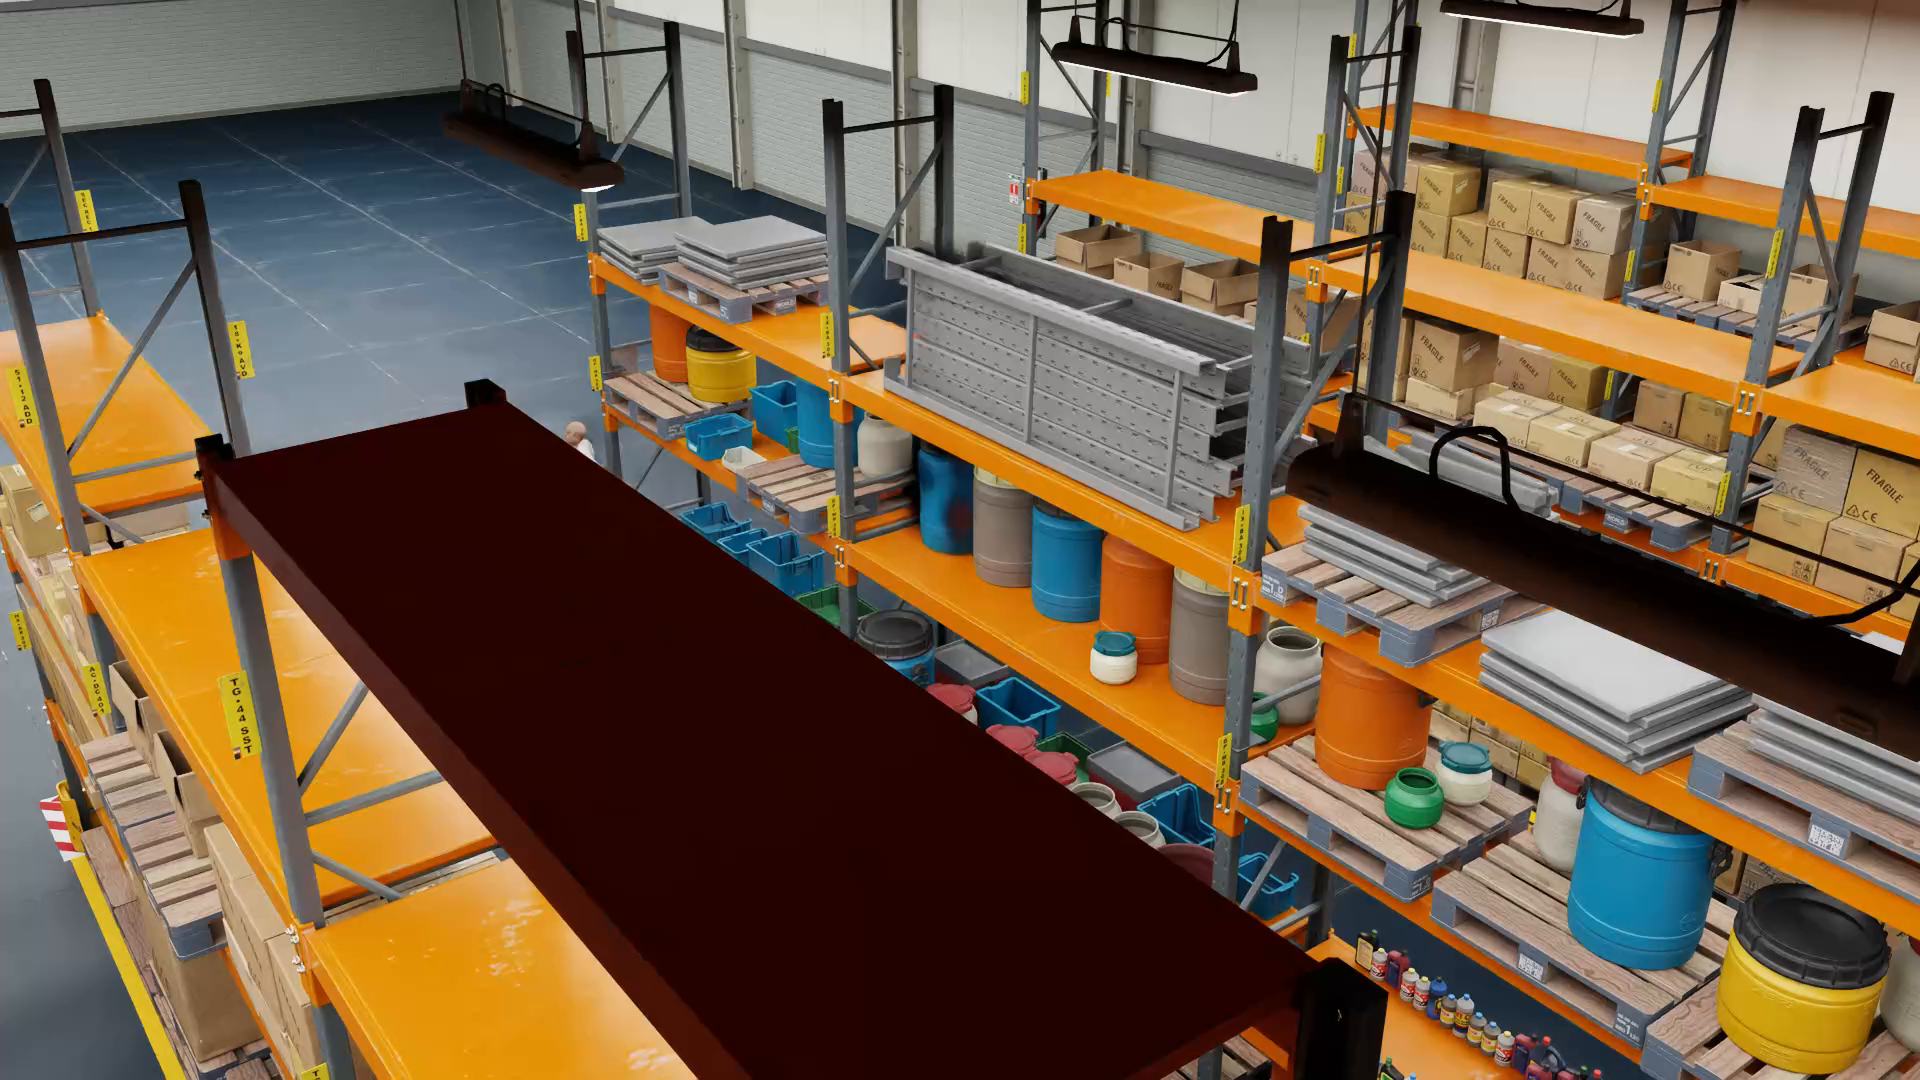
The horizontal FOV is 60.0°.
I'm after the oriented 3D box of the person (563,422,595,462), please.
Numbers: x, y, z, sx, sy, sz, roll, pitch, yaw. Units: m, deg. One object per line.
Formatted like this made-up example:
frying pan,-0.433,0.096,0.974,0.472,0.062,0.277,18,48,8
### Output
person,-4.003,-0.453,17.903,0.749,1.754,0.751,-5,25,-10
